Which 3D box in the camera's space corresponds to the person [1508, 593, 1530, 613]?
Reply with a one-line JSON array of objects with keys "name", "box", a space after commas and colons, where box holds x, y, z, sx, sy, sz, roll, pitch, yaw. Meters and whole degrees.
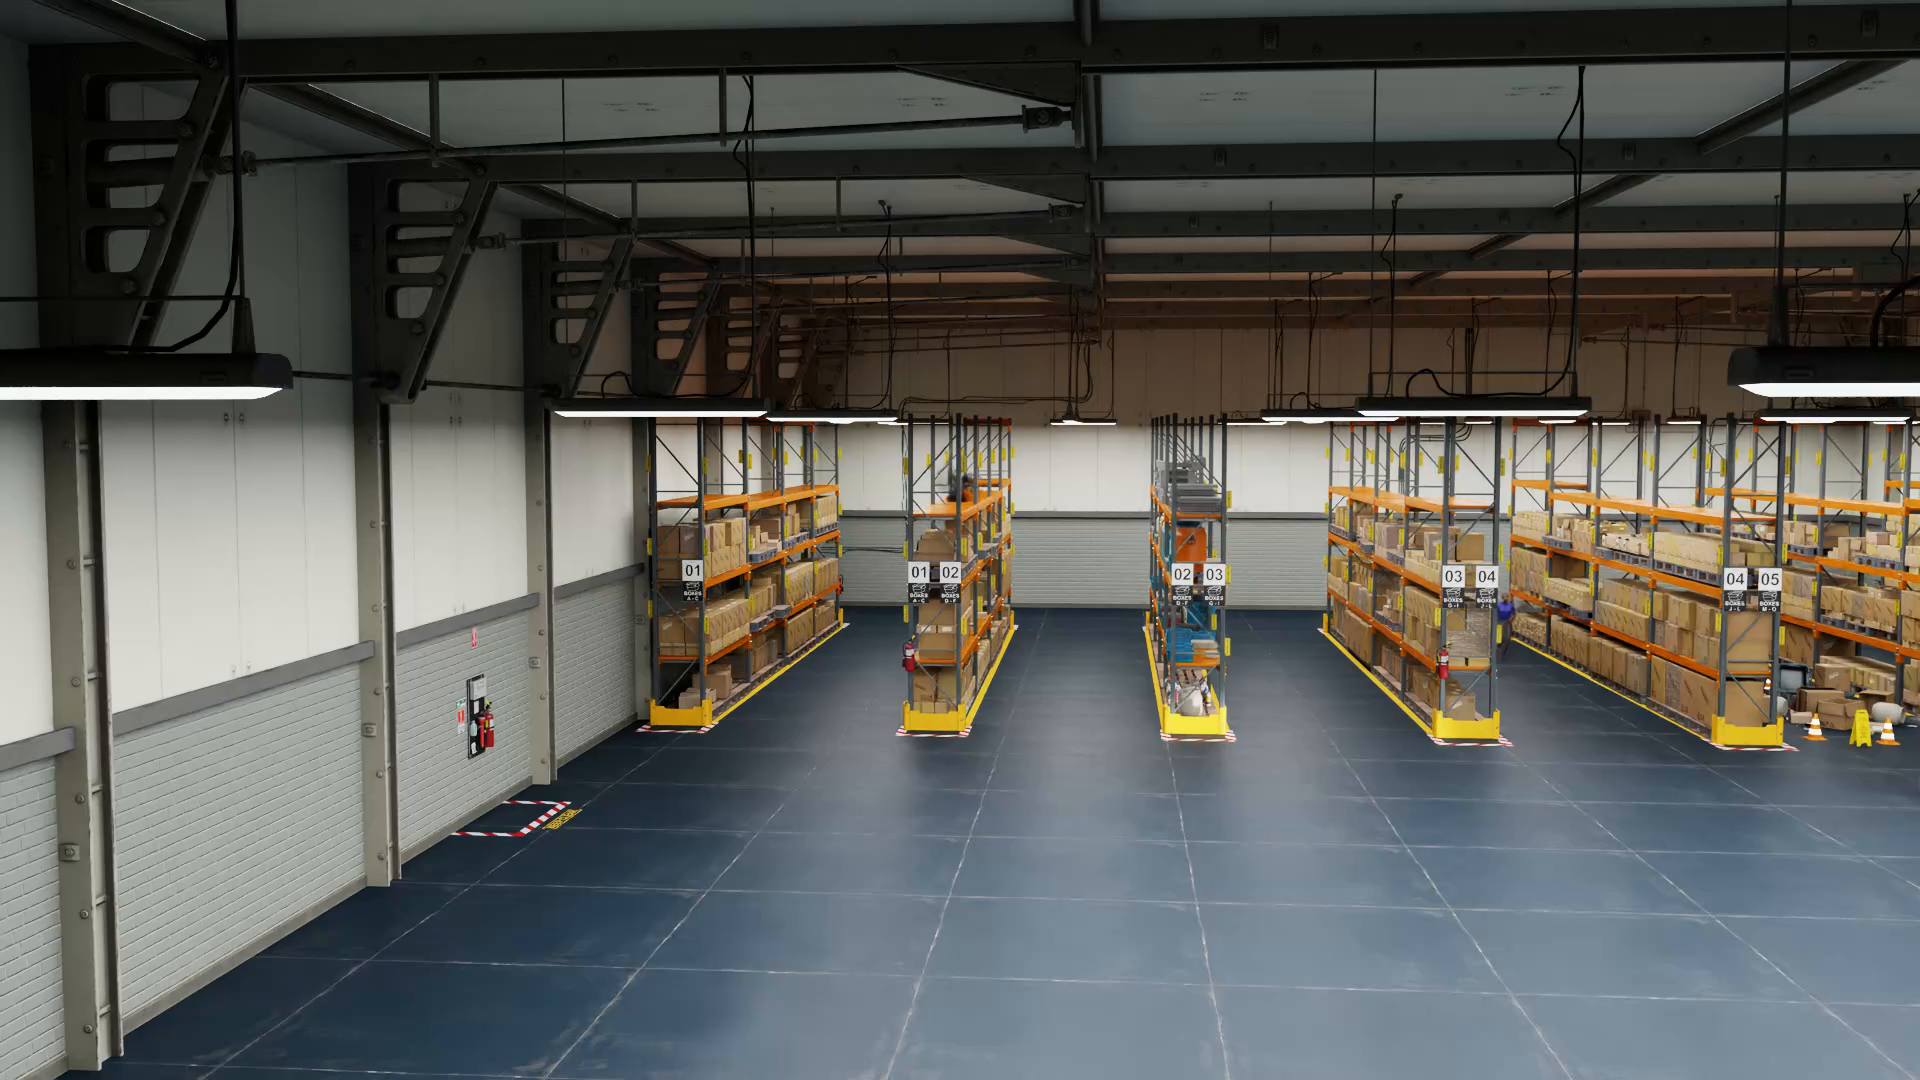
[{"name": "person", "box": [15.899, 1.743, 47.054, 0.702, 1.601, 0.634, 0, 4, 4]}]

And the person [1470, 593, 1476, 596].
[{"name": "person", "box": [14.510, 1.816, 46.868, 0.678, 1.562, 0.677, -3, 5, -41]}]

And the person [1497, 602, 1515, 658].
[{"name": "person", "box": [13.610, 2.229, 41.616, 0.541, 1.413, 0.403, 0, 4, 5]}]
